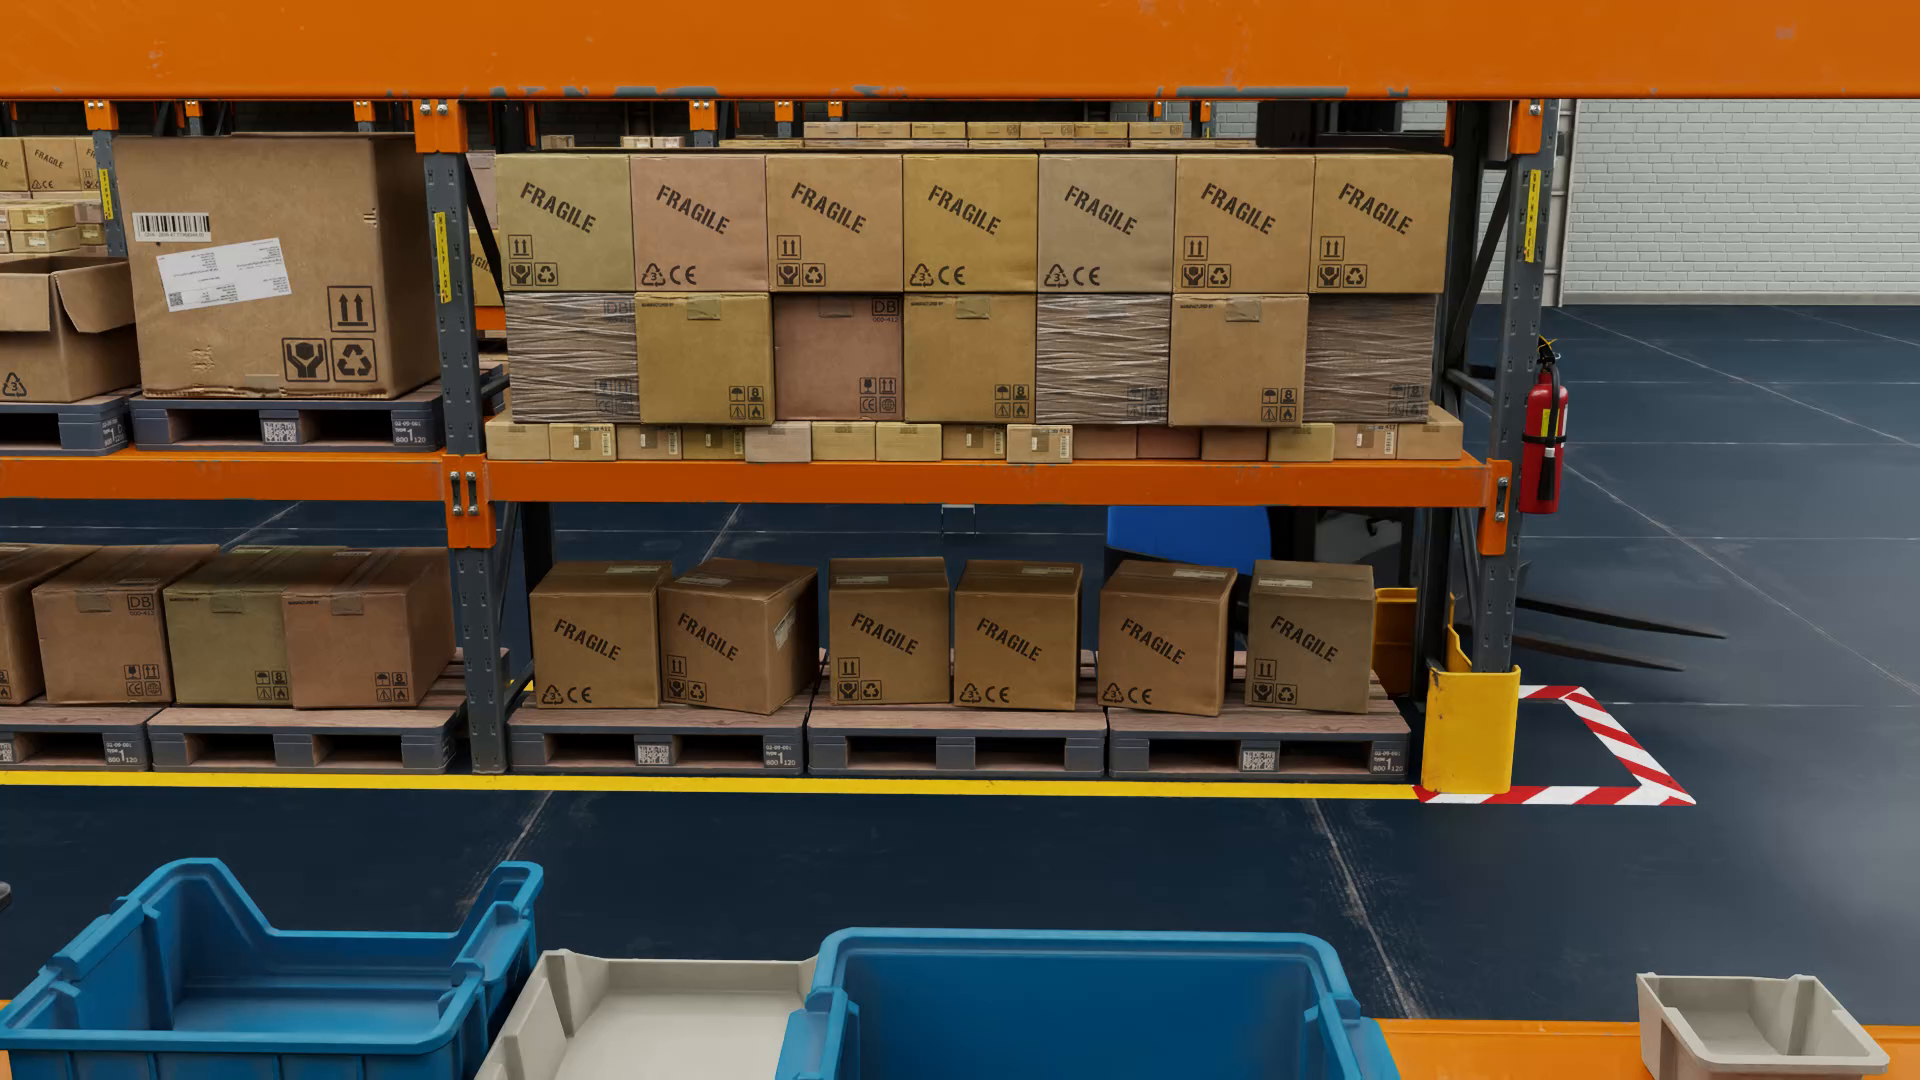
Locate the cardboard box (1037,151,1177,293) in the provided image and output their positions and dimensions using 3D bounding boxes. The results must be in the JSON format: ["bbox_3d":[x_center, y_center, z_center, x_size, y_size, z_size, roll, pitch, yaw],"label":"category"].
[{"bbox_3d":[0.544,-1.220,6.346,0.500,0.500,0.500,0,15,1],"label":"cardboard box"}]

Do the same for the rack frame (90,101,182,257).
[{"bbox_3d":[-5.670,-1.915,11.717,0.127,3.000,1.000,0,15,1],"label":"rack frame"}]

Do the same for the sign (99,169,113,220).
[{"bbox_3d":[-5.674,-2.298,11.055,0.005,0.325,0.100,0,15,1],"label":"sign"}]

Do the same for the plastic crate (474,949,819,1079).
[{"bbox_3d":[-0.395,0.712,2.277,0.437,0.136,0.530,0,15,1],"label":"plastic crate"}]

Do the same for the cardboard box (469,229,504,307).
[{"bbox_3d":[-3.210,-1.879,11.385,0.500,0.500,0.500,1,15,2],"label":"cardboard box"}]

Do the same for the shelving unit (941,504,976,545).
[{"bbox_3d":[-0.008,-0.435,10.225,0.210,0.900,0.258,0,15,1],"label":"shelving unit"}]

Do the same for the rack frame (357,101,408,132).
[{"bbox_3d":[-5.644,-3.178,16.504,0.127,3.000,1.000,0,15,1],"label":"rack frame"}]

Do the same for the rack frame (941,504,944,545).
[{"bbox_3d":[-0.110,-0.436,10.228,0.006,0.900,0.240,0,15,1],"label":"rack frame"}]

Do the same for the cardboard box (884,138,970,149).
[{"bbox_3d":[-0.214,-2.460,11.372,0.550,0.550,0.875,0,15,1],"label":"cardboard box"}]

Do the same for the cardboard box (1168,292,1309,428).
[{"bbox_3d":[1.048,-0.774,6.613,0.500,0.500,0.875,0,15,1],"label":"cardboard box"}]

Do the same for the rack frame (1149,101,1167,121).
[{"bbox_3d":[2.476,-4.391,21.105,0.127,3.000,1.000,0,15,1],"label":"rack frame"}]

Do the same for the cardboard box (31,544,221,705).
[{"bbox_3d":[-3.548,0.351,7.169,0.500,0.500,0.700,-1,15,-3],"label":"cardboard box"}]

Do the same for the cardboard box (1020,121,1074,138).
[{"bbox_3d":[0.819,-3.731,15.863,0.500,0.500,0.700,0,15,1],"label":"cardboard box"}]

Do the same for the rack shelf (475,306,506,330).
[{"bbox_3d":[-3.670,-1.554,11.759,4.000,0.370,1.077,0,15,1],"label":"rack shelf"}]

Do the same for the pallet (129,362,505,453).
[{"bbox_3d":[-2.659,-0.574,7.010,1.213,0.211,1.003,0,15,1],"label":"pallet"}]

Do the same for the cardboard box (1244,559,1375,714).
[{"bbox_3d":[1.476,0.399,7.025,0.500,0.500,0.500,3,15,12],"label":"cardboard box"}]

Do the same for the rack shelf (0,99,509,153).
[{"bbox_3d":[-3.898,-1.740,6.585,4.000,0.370,1.077,0,15,1],"label":"rack shelf"}]

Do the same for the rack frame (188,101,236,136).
[{"bbox_3d":[-9.520,-4.470,21.401,0.127,3.000,1.000,0,15,1],"label":"rack frame"}]

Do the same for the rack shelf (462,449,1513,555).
[{"bbox_3d":[0.101,-0.263,6.869,4.000,0.370,1.077,0,15,1],"label":"rack shelf"}]

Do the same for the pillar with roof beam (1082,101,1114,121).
[{"bbox_3d":[1.693,-6.429,17.066,0.400,9.000,9.100,0,15,1],"label":"pillar with roof beam"}]

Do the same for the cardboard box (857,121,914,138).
[{"bbox_3d":[-0.701,-3.760,15.973,0.500,0.500,0.700,0,15,2],"label":"cardboard box"}]

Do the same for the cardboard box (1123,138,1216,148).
[{"bbox_3d":[1.406,-2.450,11.334,0.550,0.550,0.875,0,15,1],"label":"cardboard box"}]

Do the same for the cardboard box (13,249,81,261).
[{"bbox_3d":[-6.175,-1.882,11.263,0.250,0.149,0.380,1,15,2],"label":"cardboard box"}]

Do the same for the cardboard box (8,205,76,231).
[{"bbox_3d":[-6.171,-2.170,11.189,0.250,0.149,0.380,0,15,-1],"label":"cardboard box"}]

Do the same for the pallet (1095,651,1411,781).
[{"bbox_3d":[1.213,0.735,7.139,1.213,0.211,1.003,0,15,1],"label":"pallet"}]

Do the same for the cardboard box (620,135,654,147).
[{"bbox_3d":[-3.195,-3.935,16.499,0.250,0.149,0.380,1,15,5],"label":"cardboard box"}]

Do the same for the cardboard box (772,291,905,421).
[{"bbox_3d":[-0.449,-0.808,6.743,0.500,0.500,0.875,0,15,1],"label":"cardboard box"}]

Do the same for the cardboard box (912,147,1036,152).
[{"bbox_3d":[0.058,-1.357,6.863,0.500,0.500,0.500,0,15,1],"label":"cardboard box"}]

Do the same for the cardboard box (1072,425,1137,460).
[{"bbox_3d":[0.560,-0.430,6.582,0.250,0.149,0.380,0,15,1],"label":"cardboard box"}]

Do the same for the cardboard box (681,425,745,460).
[{"bbox_3d":[-0.941,-0.426,6.567,0.250,0.149,0.380,0,15,1],"label":"cardboard box"}]

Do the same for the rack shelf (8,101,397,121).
[{"bbox_3d":[-7.644,-4.293,16.263,4.000,0.370,1.077,0,15,1],"label":"rack shelf"}]

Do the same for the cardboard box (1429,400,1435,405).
[{"bbox_3d":[1.821,-0.539,6.997,0.250,0.149,0.380,0,15,1],"label":"cardboard box"}]

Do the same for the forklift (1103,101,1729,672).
[{"bbox_3d":[2.235,-0.944,8.171,3.031,2.935,1.130,12,19,39],"label":"forklift"}]

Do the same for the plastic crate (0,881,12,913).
[{"bbox_3d":[-1.505,0.705,1.911,0.504,0.338,0.767,0,15,1],"label":"plastic crate"}]

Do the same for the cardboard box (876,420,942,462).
[{"bbox_3d":[-0.192,-0.418,6.538,0.250,0.149,0.380,0,15,1],"label":"cardboard box"}]

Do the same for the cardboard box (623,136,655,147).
[{"bbox_3d":[-3.077,-3.803,16.000,0.250,0.149,0.380,0,15,-1],"label":"cardboard box"}]

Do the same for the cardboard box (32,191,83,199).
[{"bbox_3d":[-8.688,-3.302,16.289,0.500,0.250,0.500,1,15,2],"label":"cardboard box"}]

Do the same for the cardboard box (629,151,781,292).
[{"bbox_3d":[-0.955,-1.229,6.380,0.500,0.500,0.500,0,15,1],"label":"cardboard box"}]

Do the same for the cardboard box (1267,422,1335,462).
[{"bbox_3d":[1.309,-0.416,6.530,0.250,0.149,0.380,0,15,1],"label":"cardboard box"}]

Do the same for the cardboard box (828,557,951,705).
[{"bbox_3d":[-0.304,0.380,7.097,0.500,0.500,0.500,-1,15,-4],"label":"cardboard box"}]

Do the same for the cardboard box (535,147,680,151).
[{"bbox_3d":[-1.442,-1.367,6.903,0.500,0.500,0.500,0,15,1],"label":"cardboard box"}]

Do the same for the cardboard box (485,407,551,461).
[{"bbox_3d":[-1.691,-0.425,6.562,0.250,0.149,0.380,0,15,1],"label":"cardboard box"}]

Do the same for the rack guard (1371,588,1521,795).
[{"bbox_3d":[2.024,0.610,7.048,0.348,0.500,1.175,0,15,1],"label":"rack guard"}]

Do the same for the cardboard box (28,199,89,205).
[{"bbox_3d":[-6.395,-2.337,11.822,0.250,0.149,0.380,0,15,0],"label":"cardboard box"}]

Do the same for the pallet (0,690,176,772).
[{"bbox_3d":[-3.900,0.712,7.227,1.213,0.211,1.003,0,15,1],"label":"pallet"}]

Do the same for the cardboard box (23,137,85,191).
[{"bbox_3d":[-8.701,-3.663,16.188,0.500,0.500,0.500,0,15,1],"label":"cardboard box"}]

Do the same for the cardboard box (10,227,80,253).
[{"bbox_3d":[-6.175,-2.027,11.230,0.250,0.149,0.380,1,15,3],"label":"cardboard box"}]

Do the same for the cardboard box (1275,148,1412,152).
[{"bbox_3d":[1.557,-1.347,6.826,0.500,0.500,0.500,0,15,1],"label":"cardboard box"}]

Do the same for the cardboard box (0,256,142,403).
[{"bbox_3d":[-3.634,-0.865,6.713,0.637,0.503,0.797,2,15,7],"label":"cardboard box"}]

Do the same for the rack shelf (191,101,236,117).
[{"bbox_3d":[-7.521,-5.559,21.061,4.000,0.370,1.077,0,15,1],"label":"rack shelf"}]
